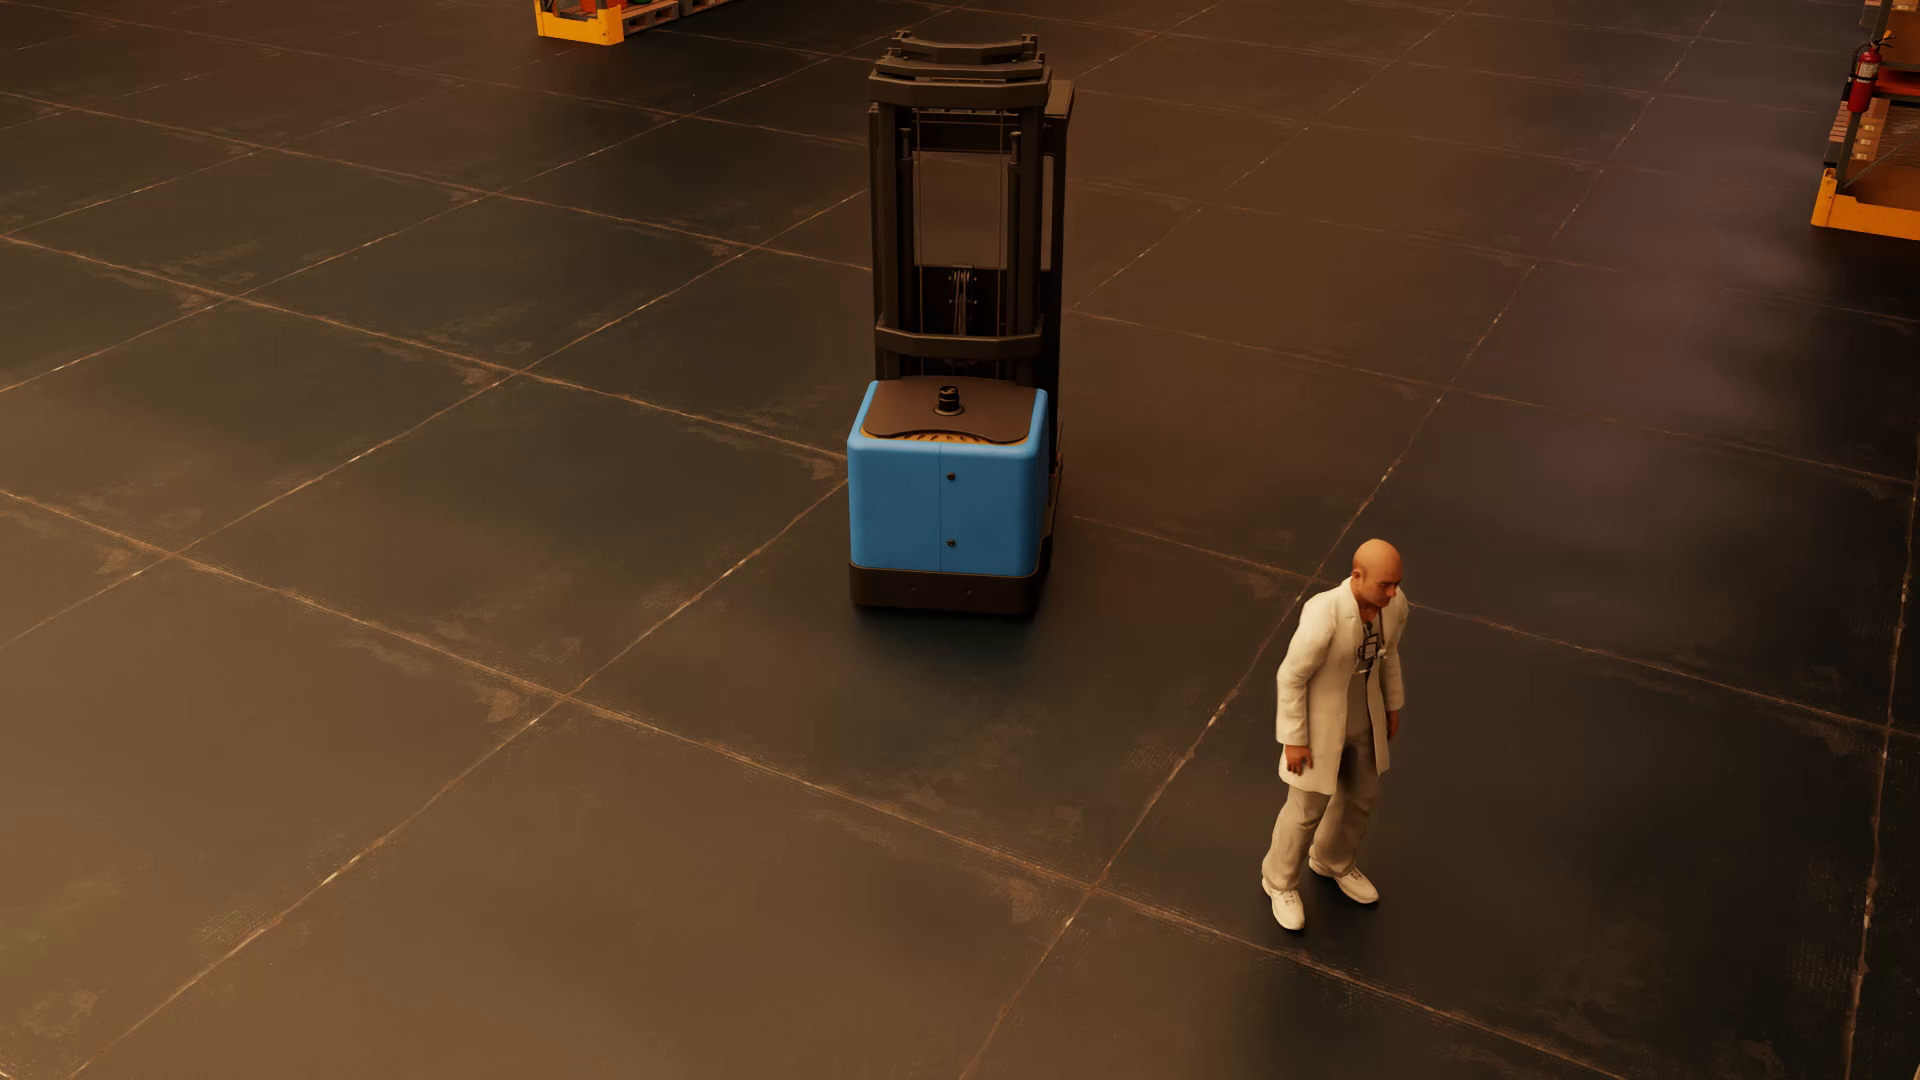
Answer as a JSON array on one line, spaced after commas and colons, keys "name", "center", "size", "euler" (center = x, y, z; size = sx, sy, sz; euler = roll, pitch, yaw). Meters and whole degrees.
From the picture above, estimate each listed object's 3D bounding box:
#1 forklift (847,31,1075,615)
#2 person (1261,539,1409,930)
[{"name": "forklift", "center": [0.072, -1.572, 9.794], "size": [1.130, 2.935, 3.031], "euler": [3, 30, 6]}, {"name": "person", "center": [1.583, 0.767, 6.901], "size": [0.647, 1.772, 0.436], "euler": [-15, 33, -25]}]
